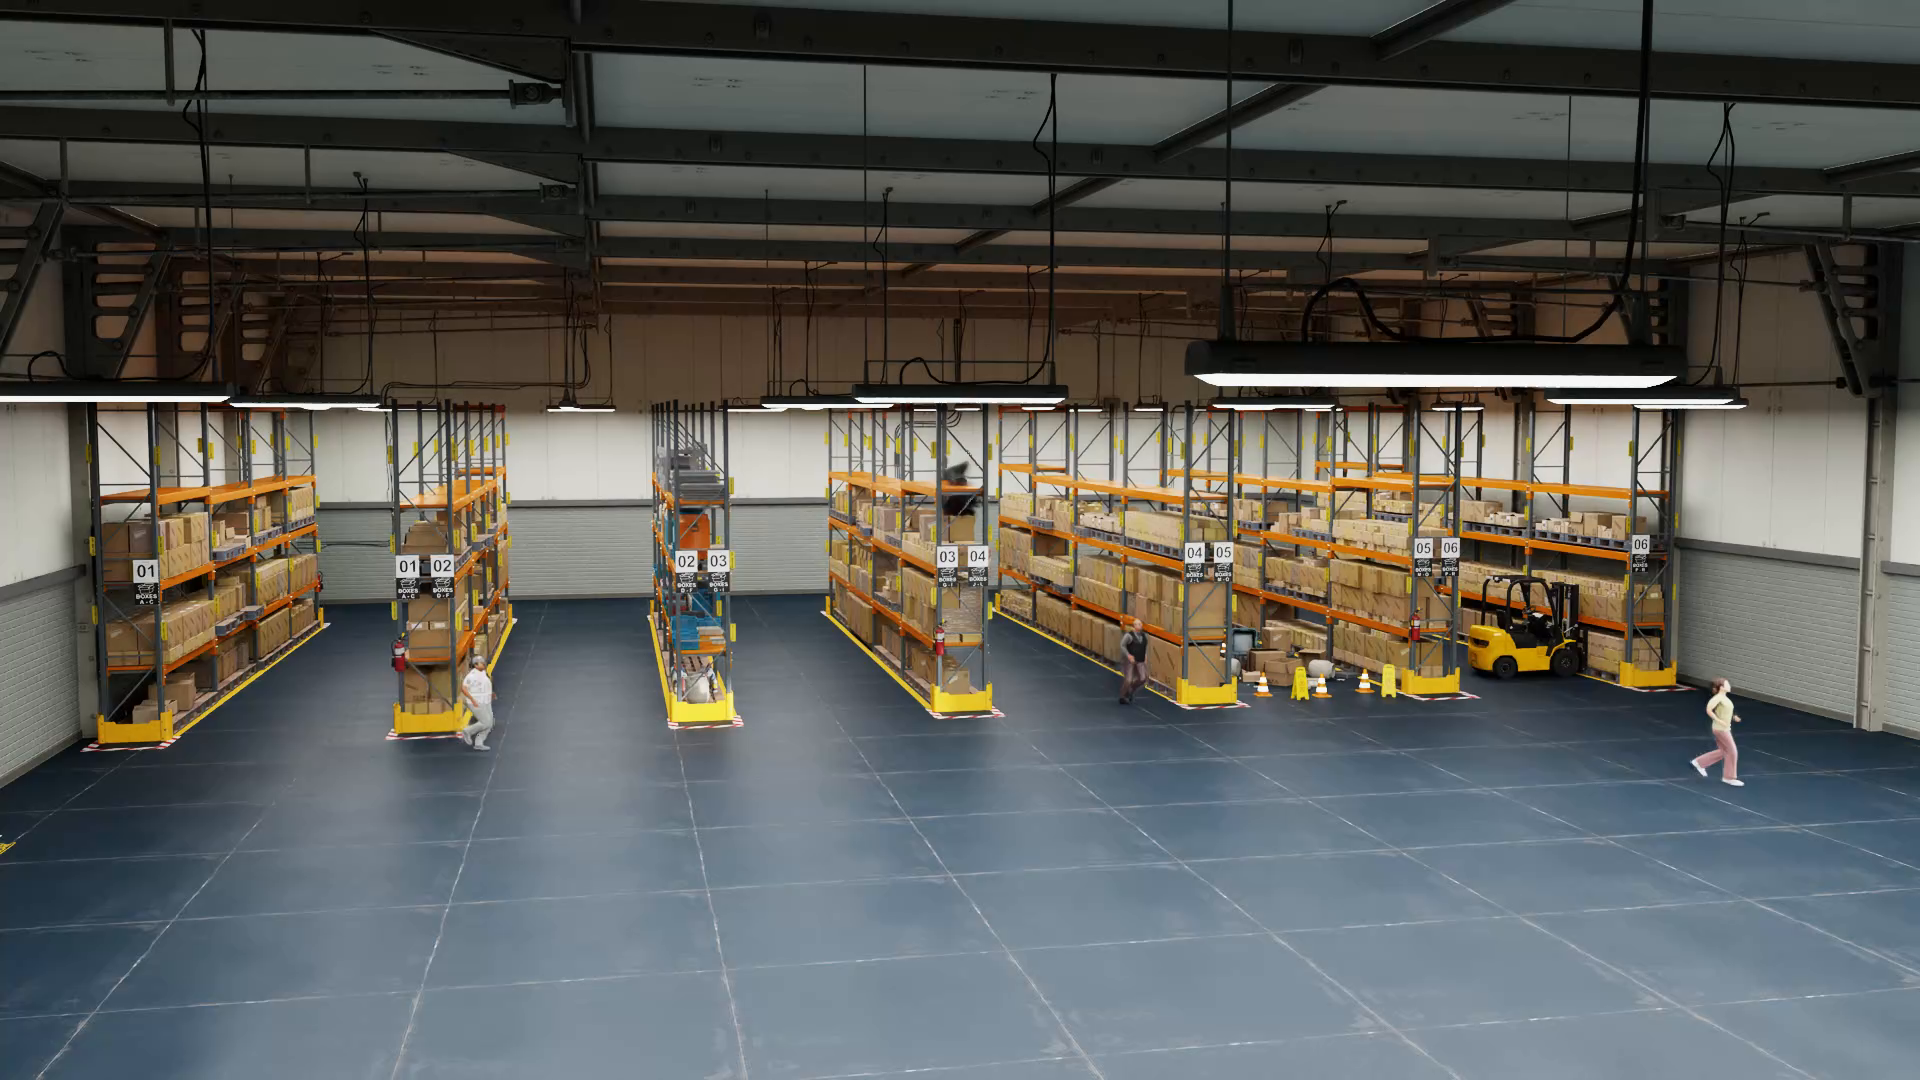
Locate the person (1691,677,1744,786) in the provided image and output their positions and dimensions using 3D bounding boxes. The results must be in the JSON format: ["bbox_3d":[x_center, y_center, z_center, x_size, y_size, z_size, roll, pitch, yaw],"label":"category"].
[{"bbox_3d":[11.763,2.955,25.790,0.769,1.655,0.587,3,5,32],"label":"person"}]

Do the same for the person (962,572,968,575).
[{"bbox_3d":[-0.015,1.295,47.779,0.646,1.652,0.892,1,4,10],"label":"person"}]

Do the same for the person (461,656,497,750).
[{"bbox_3d":[-8.189,2.781,28.363,0.553,1.621,0.618,1,4,12],"label":"person"}]

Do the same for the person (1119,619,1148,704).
[{"bbox_3d":[3.498,2.409,32.948,0.712,1.662,0.544,-2,5,-24],"label":"person"}]
